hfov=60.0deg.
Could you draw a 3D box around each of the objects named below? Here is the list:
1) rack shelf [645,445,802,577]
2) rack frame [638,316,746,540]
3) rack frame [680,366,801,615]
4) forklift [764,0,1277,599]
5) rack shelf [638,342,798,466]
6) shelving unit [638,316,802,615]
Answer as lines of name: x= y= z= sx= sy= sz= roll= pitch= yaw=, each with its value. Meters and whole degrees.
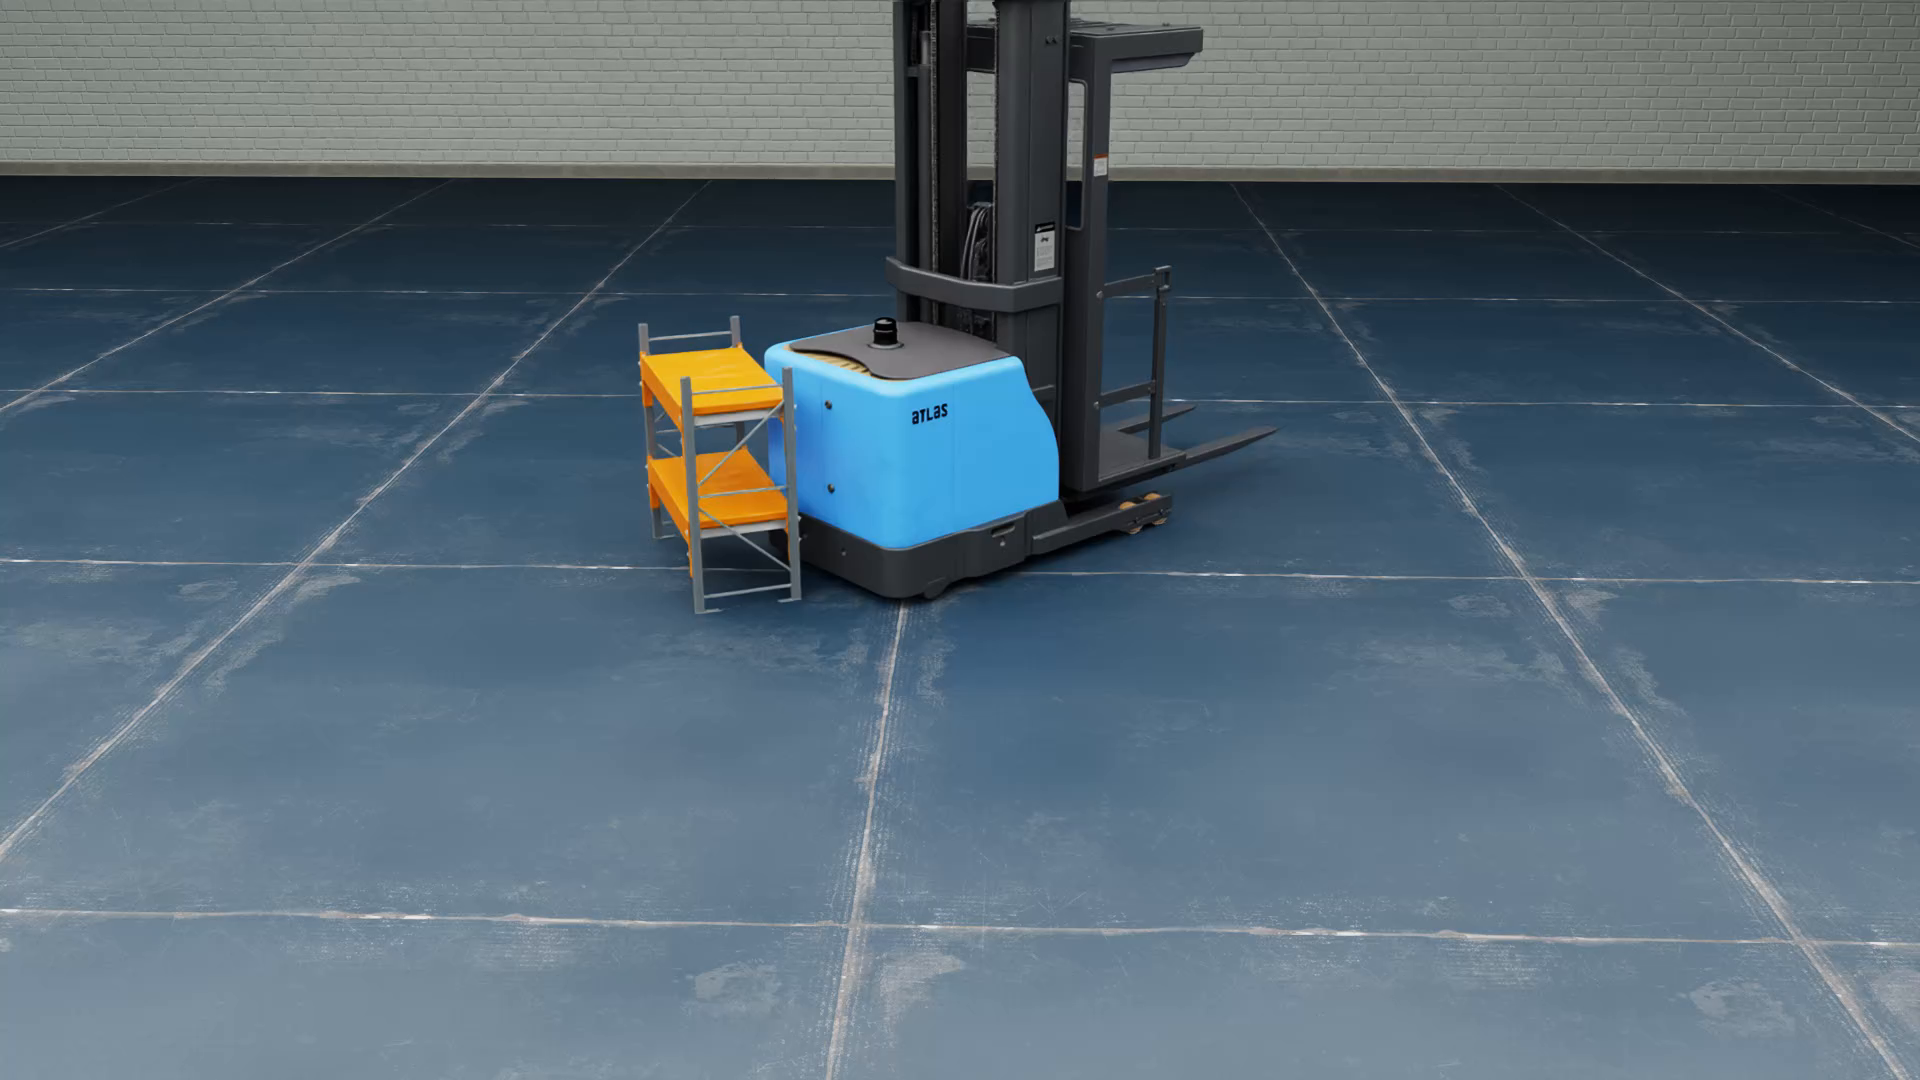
rack shelf: x=-1.161 y=-0.159 z=8.060 sx=0.538 sy=0.278 sz=1.000 roll=-8 pitch=22 yaw=-19
rack frame: x=-1.338 y=-0.559 z=8.415 sx=0.500 sy=1.125 sz=0.032 roll=-8 pitch=22 yaw=-19
rack frame: x=-0.983 y=-0.215 z=7.527 sx=0.500 sy=1.125 sz=0.032 roll=-8 pitch=22 yaw=-19
forklift: x=0.479 y=-1.522 z=8.400 sx=3.031 sy=2.935 sz=1.130 roll=-18 pitch=28 yaw=-39
rack shelf: x=-1.161 y=-0.660 z=7.865 sx=0.538 sy=0.278 sz=1.000 roll=-8 pitch=22 yaw=-19
shelving unit: x=-1.161 y=-0.387 z=7.971 sx=0.538 sy=1.125 sz=1.048 roll=-8 pitch=22 yaw=-19
